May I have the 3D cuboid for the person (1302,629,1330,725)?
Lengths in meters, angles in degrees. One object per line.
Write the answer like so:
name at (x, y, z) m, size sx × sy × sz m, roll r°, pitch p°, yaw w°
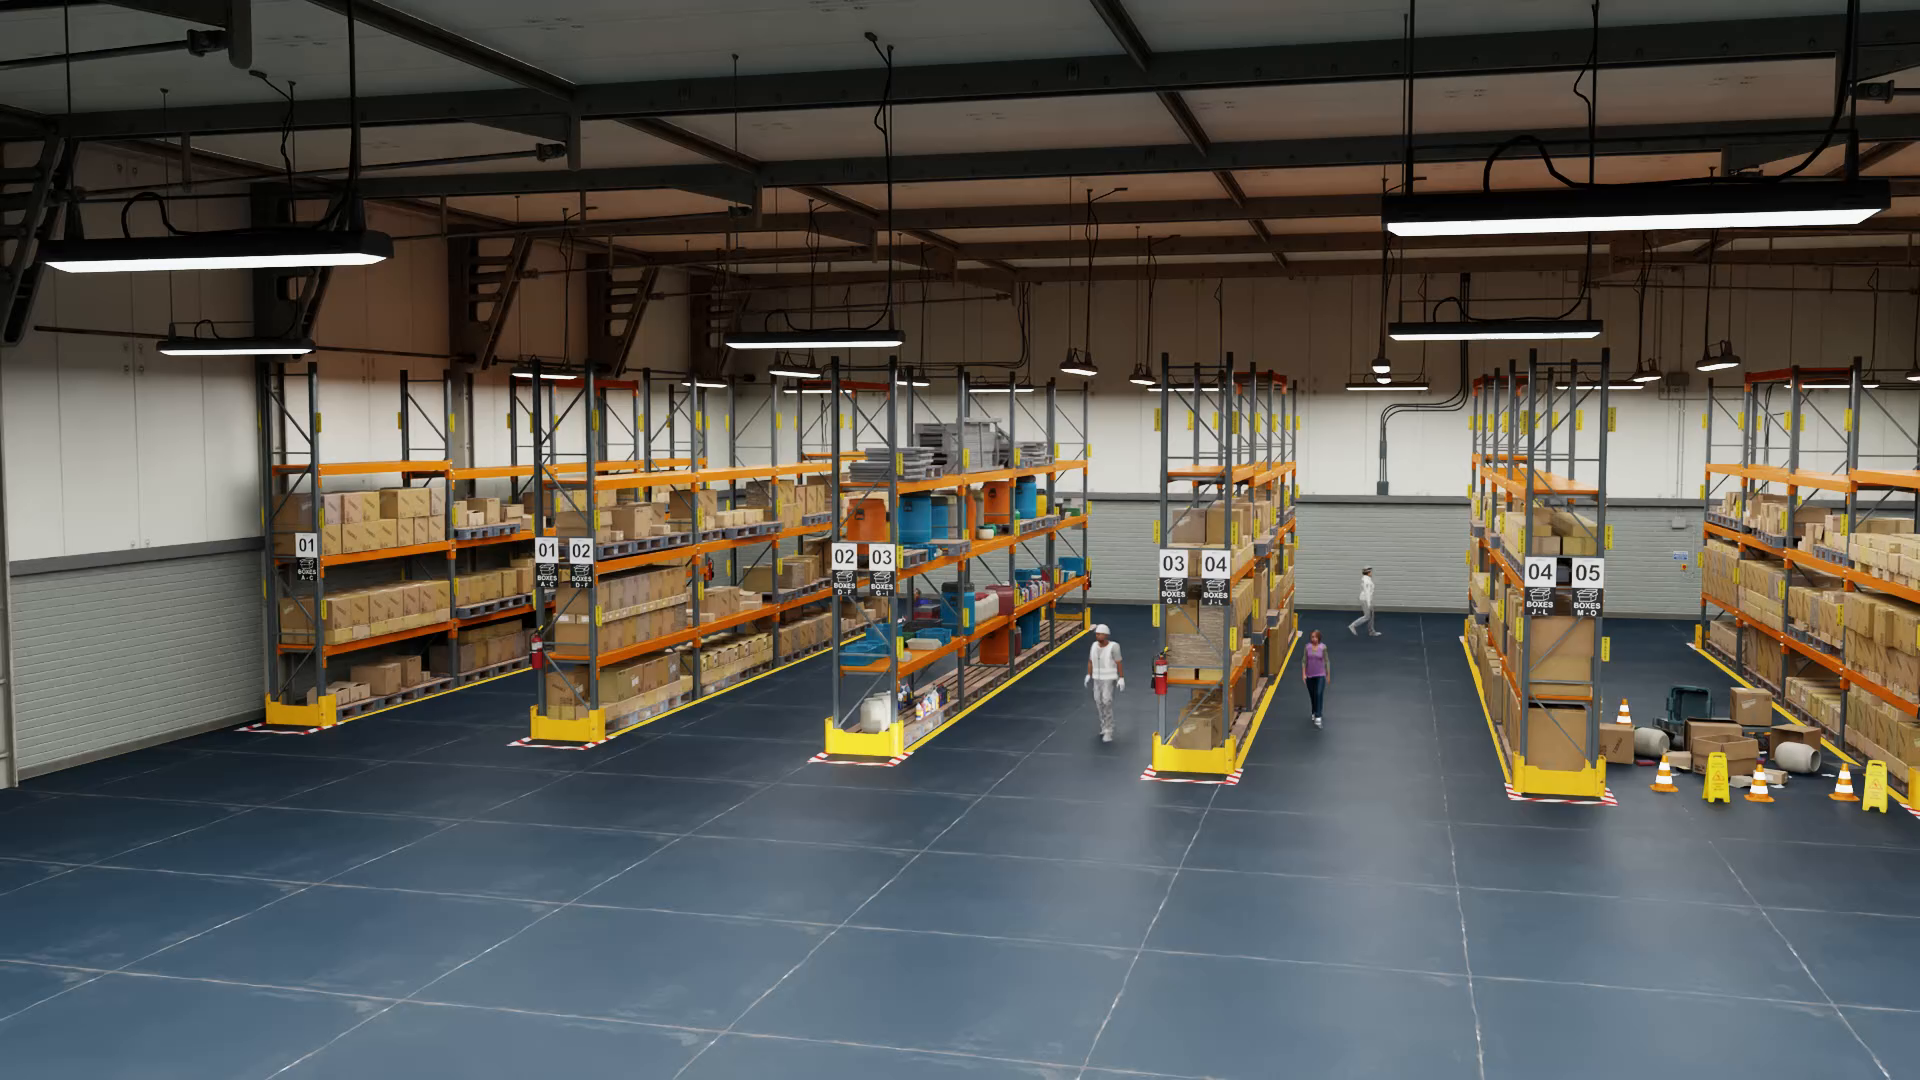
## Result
person at (5.881, 2.262, 27.578) m, size 0.445 × 1.557 × 0.891 m, roll 2°, pitch 4°, yaw 25°

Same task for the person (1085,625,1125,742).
person at (2.263, 2.263, 26.503) m, size 0.642 × 1.816 × 0.594 m, roll 4°, pitch 5°, yaw 43°

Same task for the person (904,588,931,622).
person at (-0.807, 1.741, 33.433) m, size 0.573 × 1.554 × 0.745 m, roll 2°, pitch 4°, yaw 26°

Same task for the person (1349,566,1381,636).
person at (9.490, 1.424, 38.898) m, size 0.768 × 1.655 × 0.520 m, roll 1°, pitch 4°, yaw 8°
